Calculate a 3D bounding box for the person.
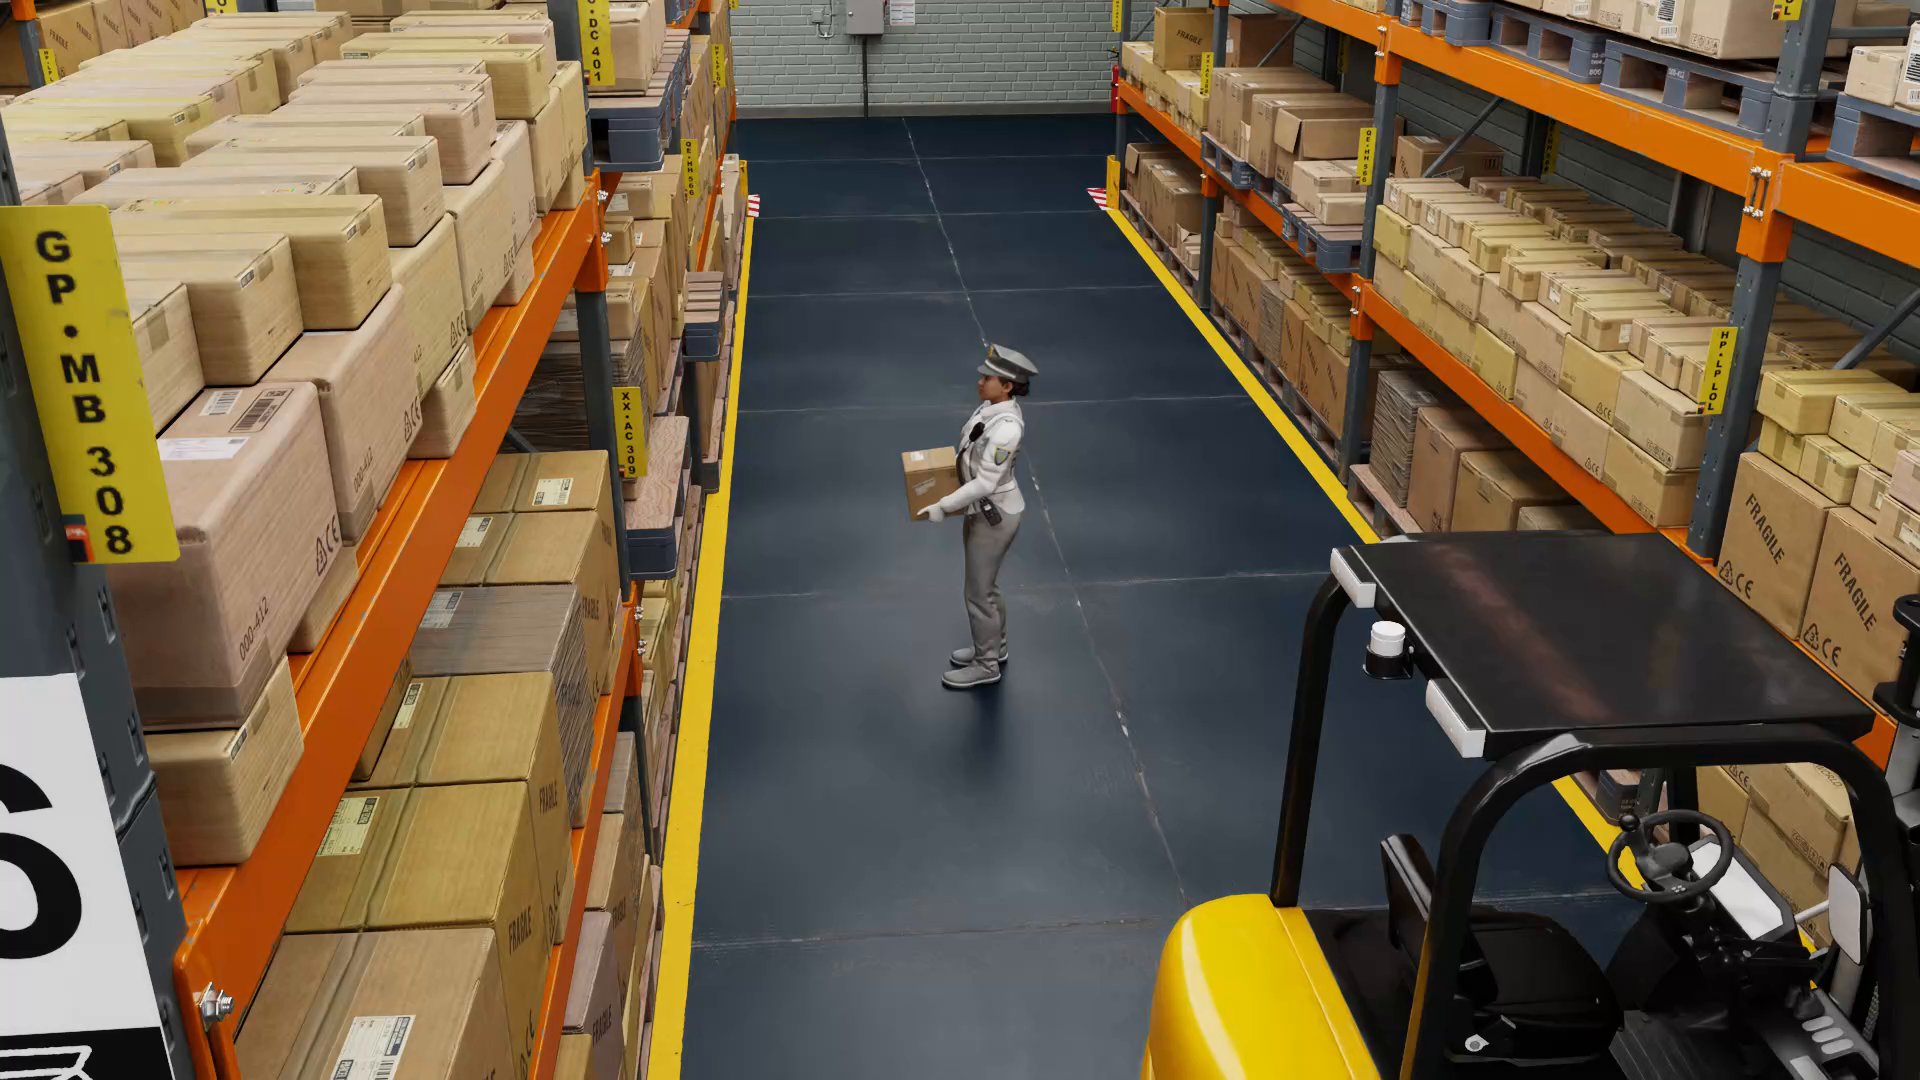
[{"bbox_3d":[0.071,-0.117,7.832,0.563,1.687,0.461,-2,24,-5],"label":"person"}]
